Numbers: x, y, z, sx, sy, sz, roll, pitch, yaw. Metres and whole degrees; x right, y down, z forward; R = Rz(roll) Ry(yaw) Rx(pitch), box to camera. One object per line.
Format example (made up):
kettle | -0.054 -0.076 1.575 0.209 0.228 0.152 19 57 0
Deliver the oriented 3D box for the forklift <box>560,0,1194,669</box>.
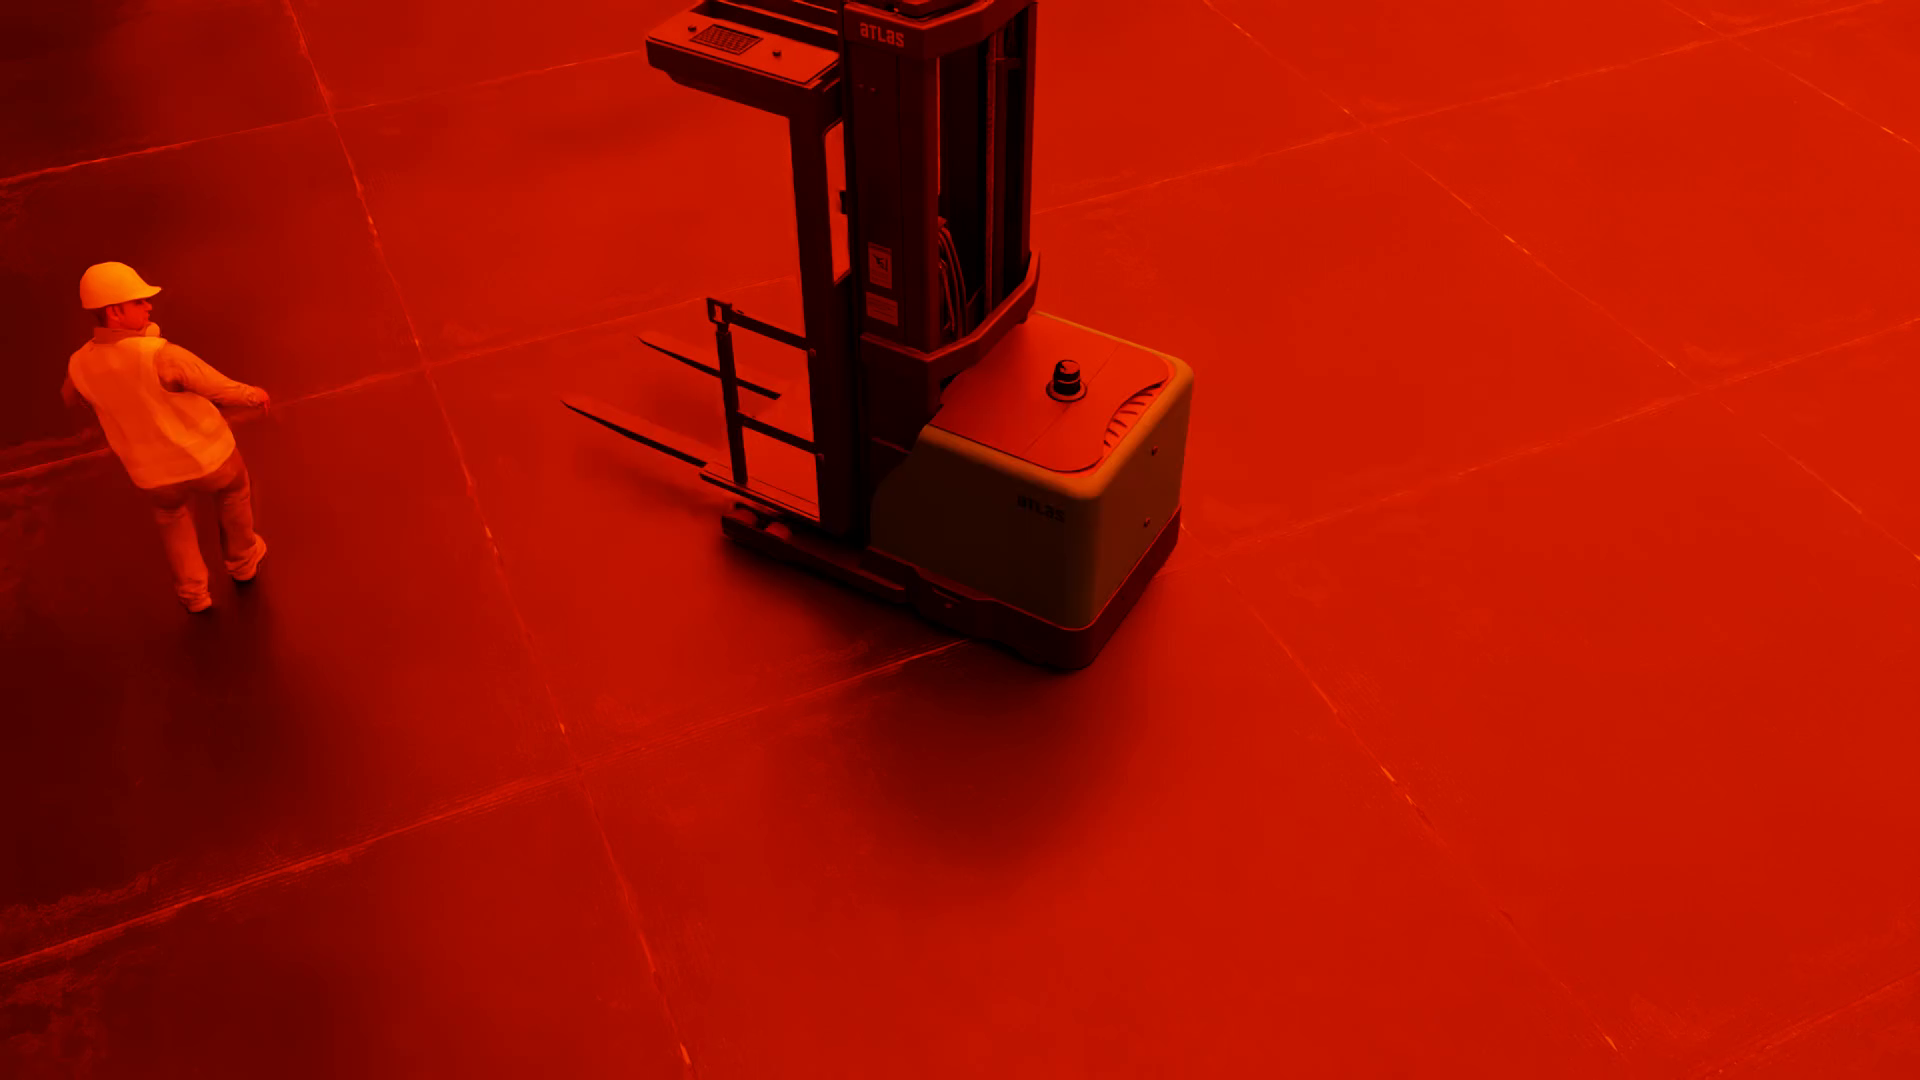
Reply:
forklift | -0.519 -1.274 7.045 3.031 2.935 1.130 22 47 22

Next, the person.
person | -3.348 -0.467 7.103 0.777 1.687 0.716 -8 44 -9
